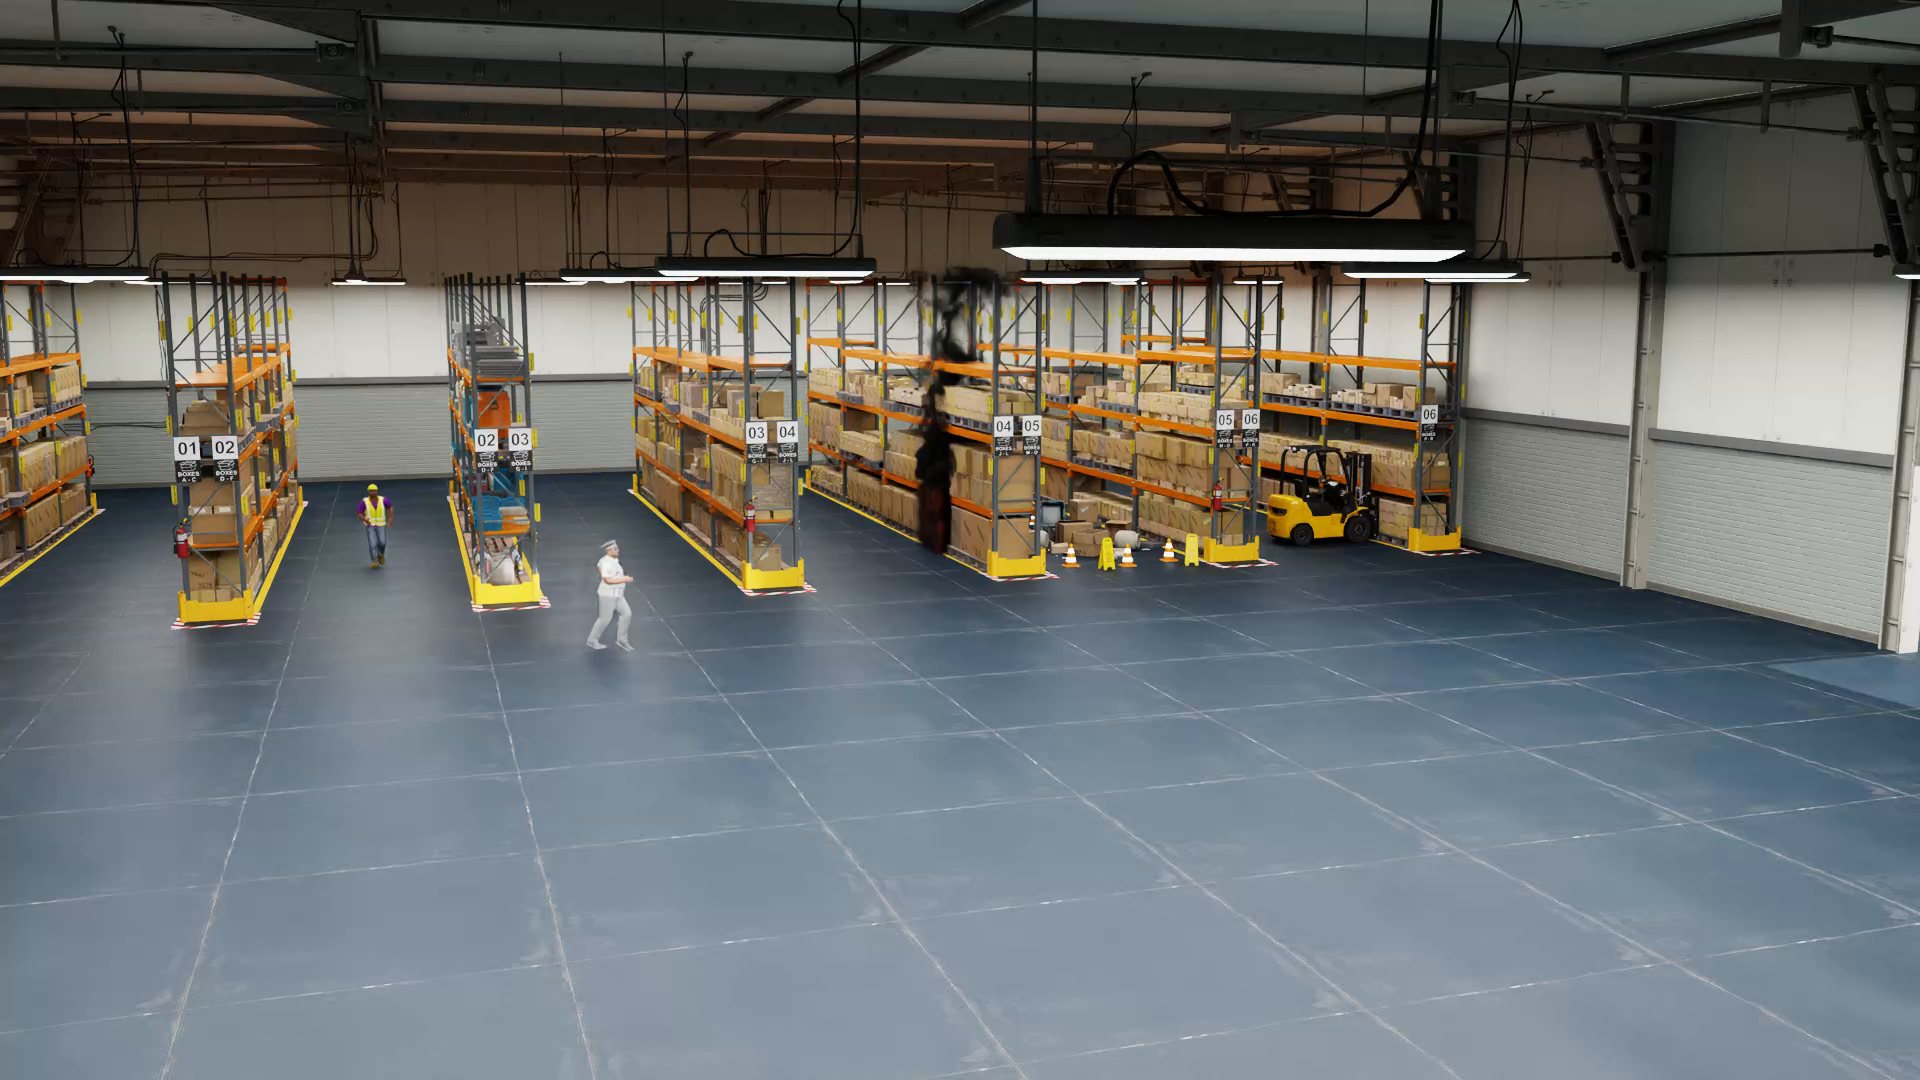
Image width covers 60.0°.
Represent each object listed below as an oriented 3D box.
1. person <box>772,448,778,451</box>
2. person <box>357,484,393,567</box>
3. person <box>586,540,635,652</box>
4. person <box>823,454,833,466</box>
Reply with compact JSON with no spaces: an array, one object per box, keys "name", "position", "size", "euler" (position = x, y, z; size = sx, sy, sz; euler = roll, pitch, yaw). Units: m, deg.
[{"name":"person","position":[-5.405,-2.158,47.334],"size":[0.674,1.533,0.643],"euler":[0,9,0]},{"name":"person","position":[-12.018,-0.294,34.251],"size":[0.733,1.720,0.582],"euler":[-4,10,-26]},{"name":"person","position":[-5.525,0.904,26.274],"size":[0.803,1.841,0.642],"euler":[1,9,6]},{"name":"person","position":[-3.887,-2.545,49.604],"size":[0.666,1.639,0.514],"euler":[-4,10,-25]}]
